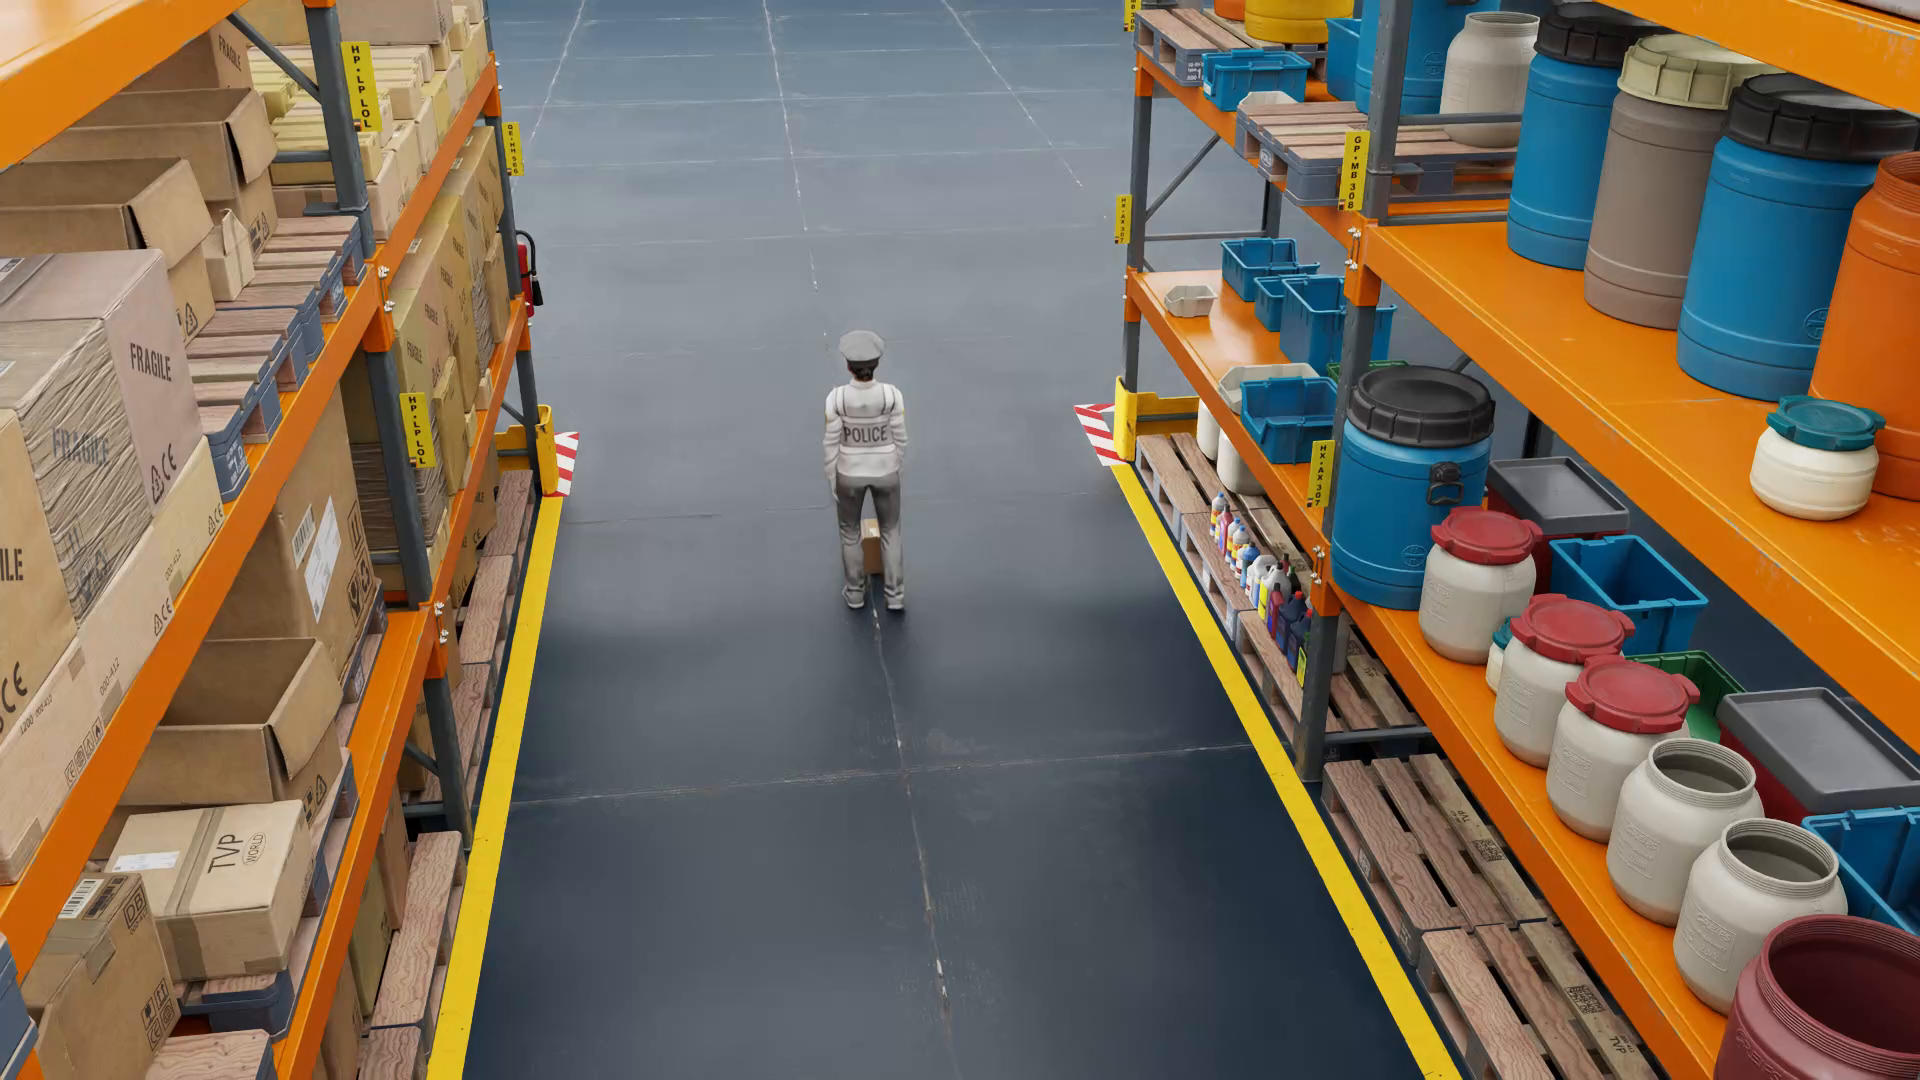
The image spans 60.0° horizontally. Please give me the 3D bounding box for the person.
[{"bbox_3d":[-0.532,-0.353,9.354,0.473,1.723,0.380,-3,27,-6],"label":"person"}]
